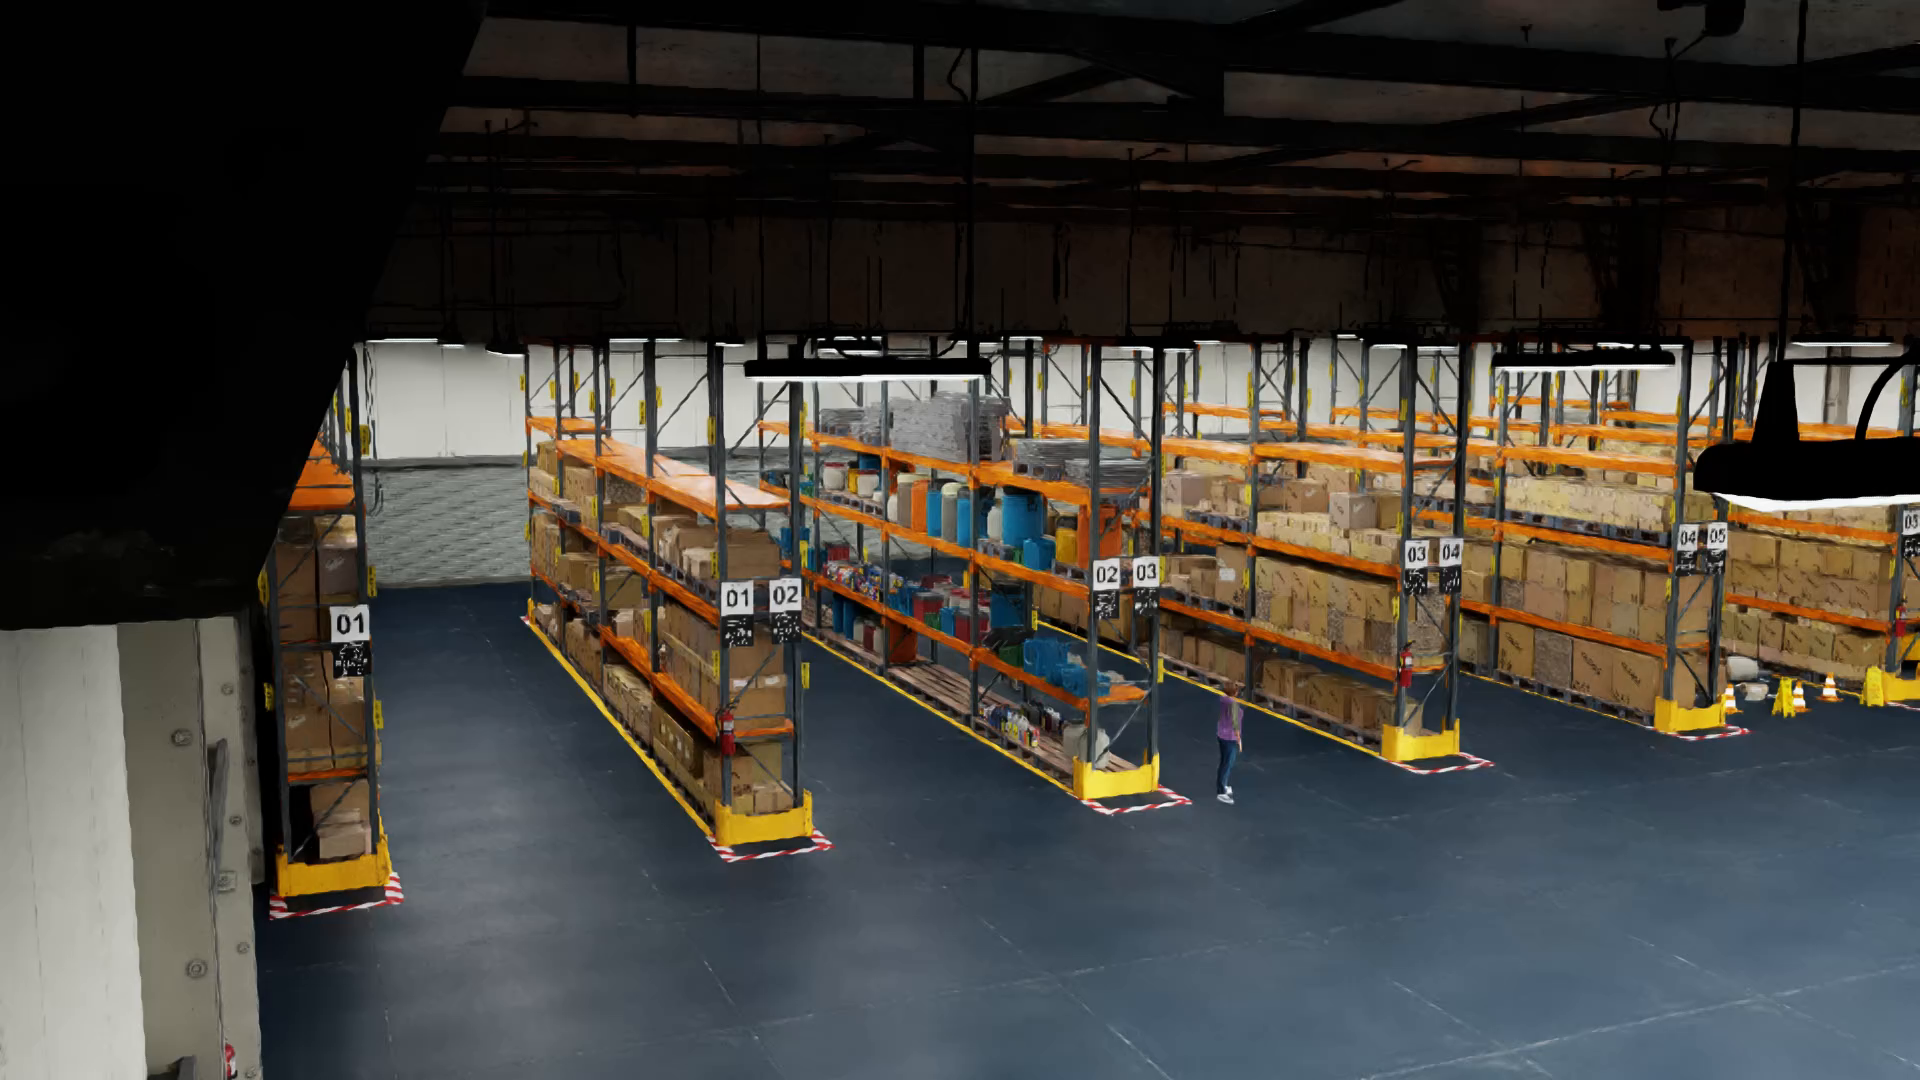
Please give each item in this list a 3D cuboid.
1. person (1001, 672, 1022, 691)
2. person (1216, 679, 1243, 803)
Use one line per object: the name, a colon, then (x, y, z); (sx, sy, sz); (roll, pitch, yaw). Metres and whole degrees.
person: (0.922, 1.713, 28.536); (0.557, 1.666, 1.040); (-3, 8, -23)
person: (3.533, 2.621, 21.922); (0.345, 1.598, 0.578); (-2, 8, -12)
